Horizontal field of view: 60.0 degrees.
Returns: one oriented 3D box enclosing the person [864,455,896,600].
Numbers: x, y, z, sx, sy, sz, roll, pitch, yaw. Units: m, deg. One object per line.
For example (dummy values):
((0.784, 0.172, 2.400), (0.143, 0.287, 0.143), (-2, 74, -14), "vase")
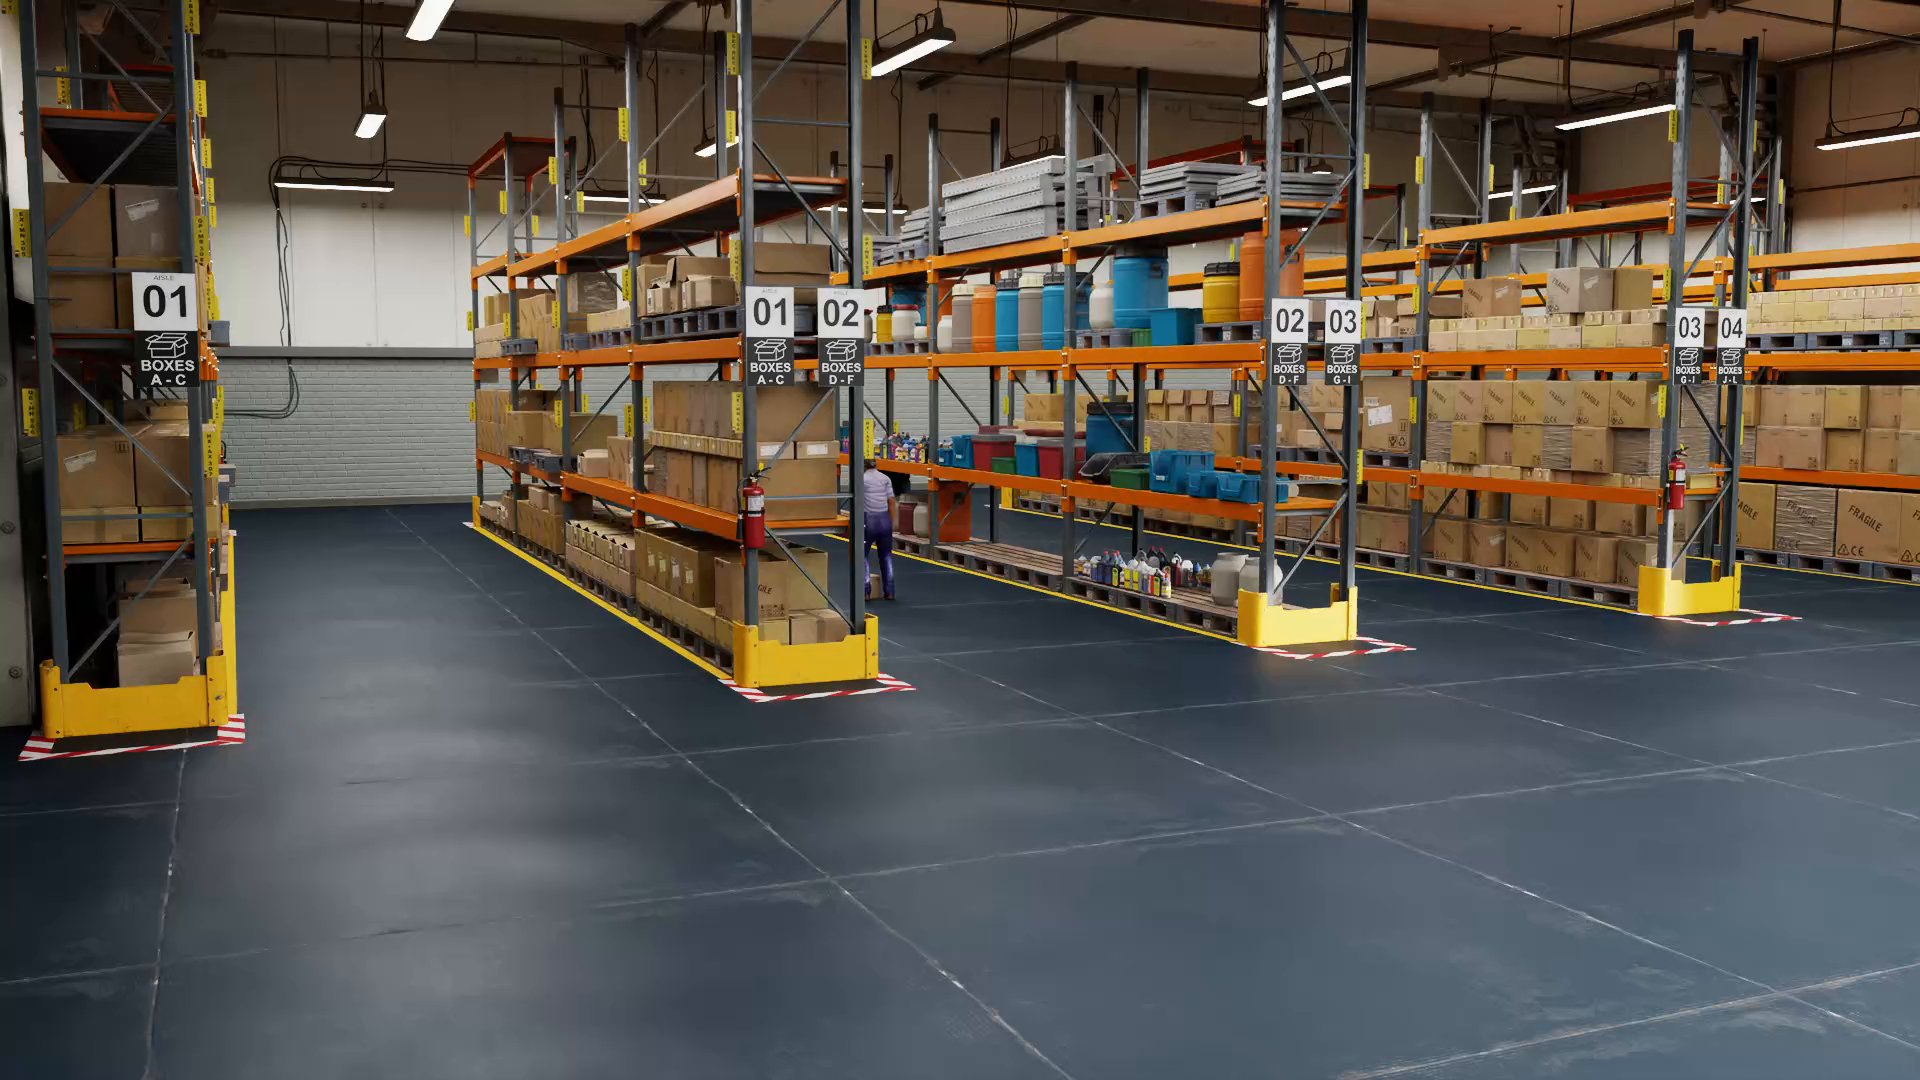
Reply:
((-0.973, -0.152, 18.622), (0.541, 1.652, 0.413), (-2, 6, -24), "person")
